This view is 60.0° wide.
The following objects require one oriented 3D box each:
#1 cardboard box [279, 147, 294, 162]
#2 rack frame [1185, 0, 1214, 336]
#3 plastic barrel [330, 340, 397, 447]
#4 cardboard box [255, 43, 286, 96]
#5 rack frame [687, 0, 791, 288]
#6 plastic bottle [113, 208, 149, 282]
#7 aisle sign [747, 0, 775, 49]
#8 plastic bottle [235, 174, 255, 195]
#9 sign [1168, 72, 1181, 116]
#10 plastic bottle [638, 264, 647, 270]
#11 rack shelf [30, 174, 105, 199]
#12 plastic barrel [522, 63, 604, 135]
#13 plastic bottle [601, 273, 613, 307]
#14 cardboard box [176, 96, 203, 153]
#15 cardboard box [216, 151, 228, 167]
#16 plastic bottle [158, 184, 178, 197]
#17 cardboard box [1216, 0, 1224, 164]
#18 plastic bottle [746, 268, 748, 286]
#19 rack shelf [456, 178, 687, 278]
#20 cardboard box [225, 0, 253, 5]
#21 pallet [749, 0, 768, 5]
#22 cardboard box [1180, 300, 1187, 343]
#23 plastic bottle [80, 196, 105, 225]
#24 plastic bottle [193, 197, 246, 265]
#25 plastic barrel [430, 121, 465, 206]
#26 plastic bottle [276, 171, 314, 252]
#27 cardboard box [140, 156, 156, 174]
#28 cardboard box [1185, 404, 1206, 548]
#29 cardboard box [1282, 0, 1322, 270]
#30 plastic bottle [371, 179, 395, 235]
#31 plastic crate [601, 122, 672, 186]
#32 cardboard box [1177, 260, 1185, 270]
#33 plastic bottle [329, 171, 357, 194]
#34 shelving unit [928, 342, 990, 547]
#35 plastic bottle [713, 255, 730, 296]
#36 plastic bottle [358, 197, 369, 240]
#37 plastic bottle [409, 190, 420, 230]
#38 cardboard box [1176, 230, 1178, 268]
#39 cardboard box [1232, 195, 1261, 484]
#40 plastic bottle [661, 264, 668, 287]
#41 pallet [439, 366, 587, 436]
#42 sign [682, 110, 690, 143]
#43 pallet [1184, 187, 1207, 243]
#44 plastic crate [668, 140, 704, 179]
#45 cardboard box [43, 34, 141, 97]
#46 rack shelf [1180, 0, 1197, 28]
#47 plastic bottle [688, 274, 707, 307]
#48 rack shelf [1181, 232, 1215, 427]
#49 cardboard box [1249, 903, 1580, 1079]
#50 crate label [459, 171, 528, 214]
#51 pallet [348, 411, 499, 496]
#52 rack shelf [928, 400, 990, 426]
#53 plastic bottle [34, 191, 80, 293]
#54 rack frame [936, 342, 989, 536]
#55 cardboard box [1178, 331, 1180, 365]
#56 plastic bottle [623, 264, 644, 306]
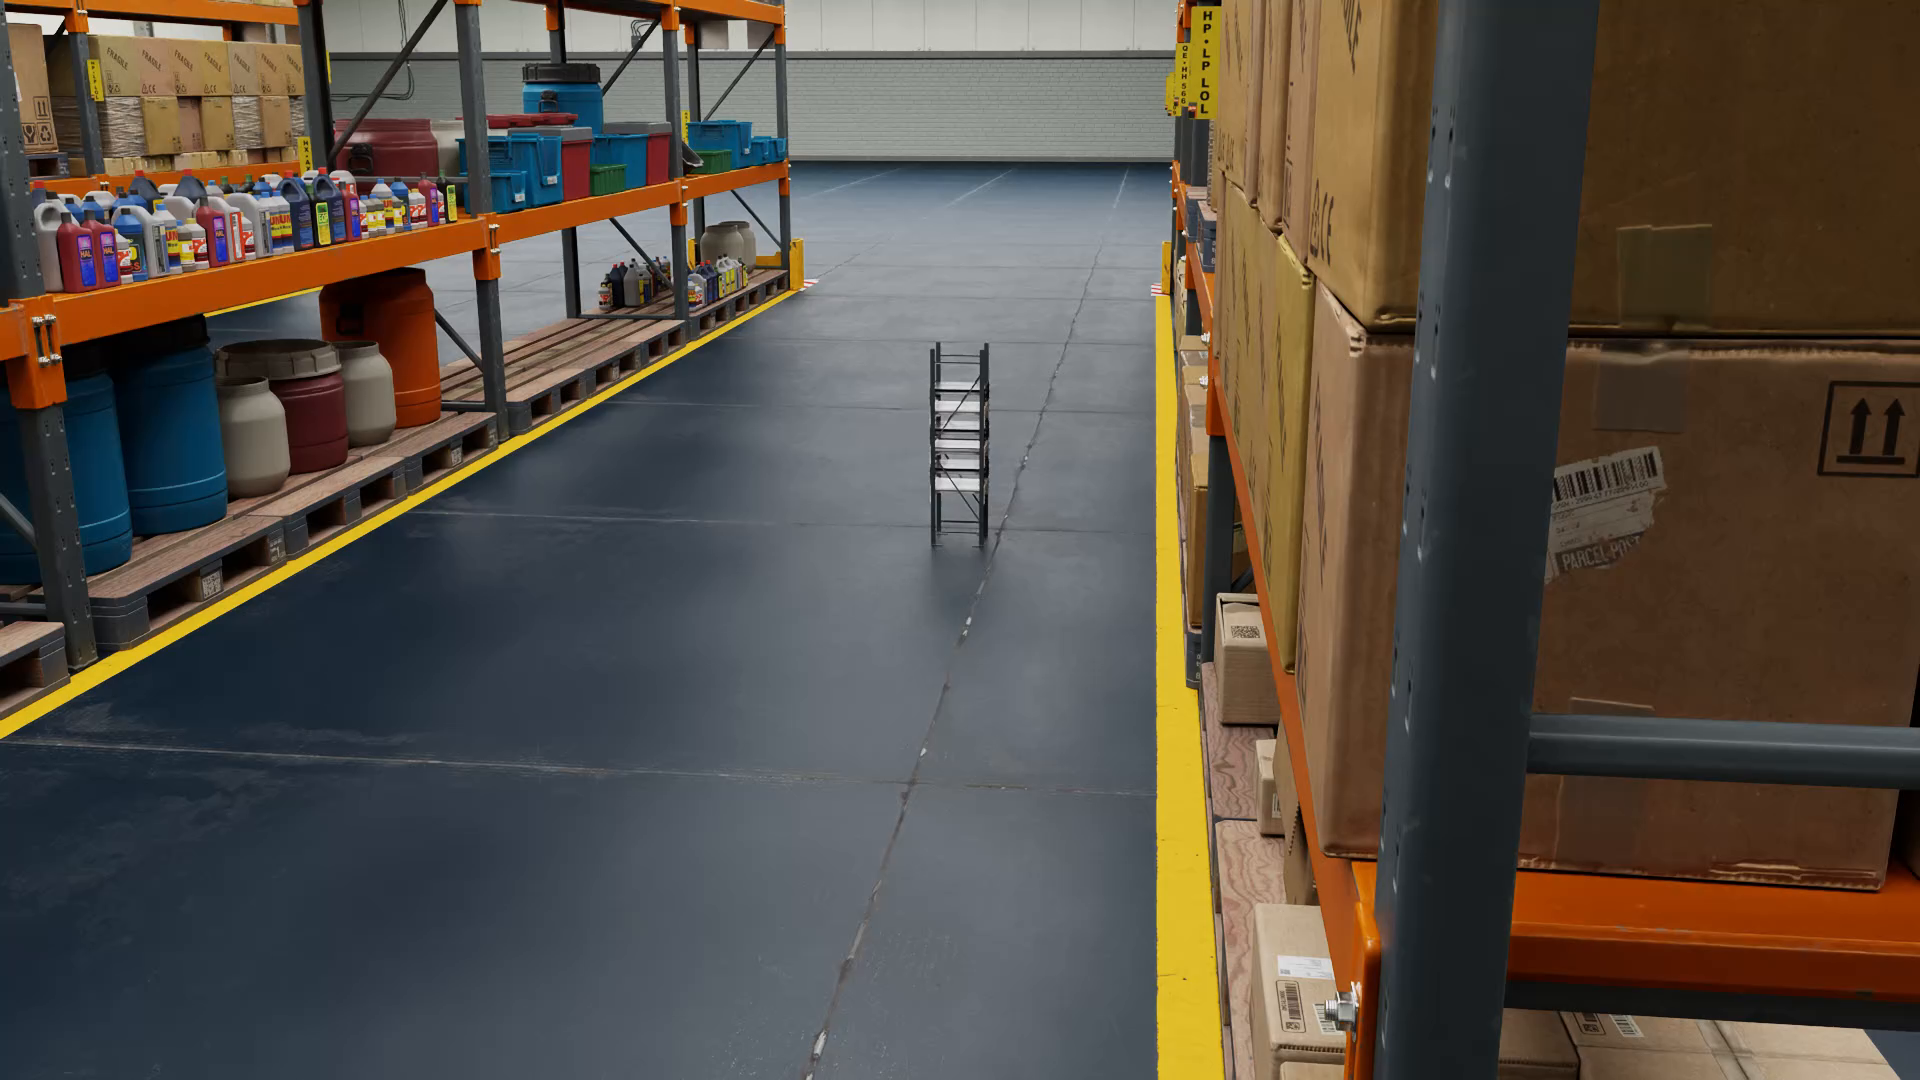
[{"bbox_3d":[-7.028,-3.932,16.940,0.380,0.149,0.250,2,15,6],"label":"cardboard box"},{"bbox_3d":[1.745,-1.897,8.932,1.000,3.000,0.127,2,15,6],"label":"rack frame"},{"bbox_3d":[-3.190,-0.769,8.723,0.421,0.512,0.421,0,15,0],"label":"plastic barrel"},{"bbox_3d":[-7.063,-4.660,16.471,0.500,0.500,0.500,2,15,6],"label":"cardboard box"},{"bbox_3d":[-2.274,-4.119,17.148,1.000,3.000,0.127,2,15,6],"label":"rack frame"},{"bbox_3d":[-3.142,-1.117,6.294,0.097,0.271,0.097,0,15,0],"label":"plastic bottle"},{"bbox_3d":[-1.971,-5.384,16.846,0.394,0.787,0.004,2,15,6],"label":"aisle sign"},{"bbox_3d":[-3.659,-1.732,8.543,0.061,0.283,0.133,2,15,6],"label":"plastic bottle"},{"bbox_3d":[1.644,-3.407,12.704,0.100,0.325,0.005,2,15,6],"label":"sign"},{"bbox_3d":[-2.859,-2.330,14.908,0.152,0.276,0.135,2,15,7],"label":"plastic bottle"},{"bbox_3d":[-7.872,-2.361,12.027,1.077,0.370,4.000,2,15,6],"label":"rack shelf"},{"bbox_3d":[-3.070,-3.232,12.909,0.600,0.901,0.708,2,15,6],"label":"plastic barrel"},{"bbox_3d":[-2.999,-2.117,14.106,0.061,0.283,0.133,2,15,9],"label":"plastic bottle"},{"bbox_3d":[-7.487,-3.795,15.191,0.875,0.500,0.500,2,15,6],"label":"cardboard box"},{"bbox_3d":[-7.184,-3.609,15.742,0.380,0.149,0.250,2,15,6],"label":"cardboard box"},{"bbox_3d":[-3.703,-1.522,7.781,0.152,0.276,0.135,2,15,6],"label":"plastic bottle"},{"bbox_3d":[0.961,-1.277,4.530,0.500,0.500,0.500,2,15,8],"label":"cardboard box"},{"bbox_3d":[-2.046,-2.491,15.647,0.097,0.201,0.097,0,15,0],"label":"plastic bottle"},{"bbox_3d":[-2.951,-2.216,11.487,1.077,0.370,4.000,2,15,6],"label":"rack shelf"},{"bbox_3d":[-7.117,-5.246,15.856,0.500,0.250,0.500,2,15,7],"label":"cardboard box"},{"bbox_3d":[-2.465,-5.264,15.999,1.003,0.211,1.213,2,15,6],"label":"pallet"},{"bbox_3d":[1.611,-1.321,10.191,0.500,0.311,0.500,1,15,5],"label":"cardboard box"},{"bbox_3d":[-3.665,-1.318,7.036,0.097,0.271,0.097,0,15,0],"label":"plastic bottle"},{"bbox_3d":[-3.093,-1.296,6.945,0.152,0.276,0.135,2,15,6],"label":"plastic bottle"},{"bbox_3d":[-3.273,-2.371,10.470,0.421,0.512,0.421,0,15,0],"label":"plastic barrel"},{"bbox_3d":[-3.023,-1.484,7.497,0.144,0.351,0.185,2,15,6],"label":"plastic bottle"},{"bbox_3d":[-7.282,-3.283,14.539,0.380,0.149,0.250,2,15,6],"label":"cardboard box"},{"bbox_3d":[1.185,-0.260,6.823,0.500,0.500,0.500,2,15,7],"label":"cardboard box"},{"bbox_3d":[0.675,-0.608,2.057,0.500,0.500,0.500,2,15,8],"label":"cardboard box"},{"bbox_3d":[-2.900,-1.674,8.354,0.097,0.271,0.097,0,15,0],"label":"plastic bottle"},{"bbox_3d":[-2.476,-2.978,12.806,0.402,0.464,0.583,2,15,6],"label":"plastic crate"},{"bbox_3d":[1.902,-1.981,12.630,0.500,0.311,0.500,2,15,6],"label":"cardboard box"},{"bbox_3d":[-3.396,-1.877,9.095,0.152,0.276,0.135,2,15,6],"label":"plastic bottle"},{"bbox_3d":[-0.001,-0.432,7.537,0.258,0.900,0.210,2,15,6],"label":"shelving unit"},{"bbox_3d":[-2.153,-2.372,14.918,0.144,0.351,0.185,2,15,6],"label":"plastic bottle"},{"bbox_3d":[-2.933,-1.565,8.083,0.097,0.201,0.097,0,15,0],"label":"plastic bottle"},{"bbox_3d":[-2.867,-1.716,8.643,0.097,0.201,0.097,0,15,0],"label":"plastic bottle"},{"bbox_3d":[2.194,-2.688,14.883,0.500,0.500,0.500,2,15,6],"label":"cardboard box"},{"bbox_3d":[0.796,-0.389,3.164,0.500,0.500,0.500,1,15,5],"label":"cardboard box"},{"bbox_3d":[-2.800,-2.493,15.652,0.097,0.201,0.097,0,15,0],"label":"plastic bottle"},{"bbox_3d":[-3.051,-0.898,10.578,1.003,0.211,1.213,2,15,6],"label":"pallet"},{"bbox_3d":[-2.820,-4.270,17.176,0.100,0.325,0.005,2,15,6],"label":"sign"},{"bbox_3d":[1.738,-1.627,8.299,1.213,0.211,1.003,2,15,6],"label":"pallet"},{"bbox_3d":[-2.540,-3.184,13.808,0.767,0.338,0.504,2,15,6],"label":"plastic crate"},{"bbox_3d":[-7.343,-4.011,14.073,0.500,0.500,0.500,2,15,6],"label":"cardboard box"},{"bbox_3d":[1.970,-3.517,10.553,1.077,0.370,4.000,2,15,6],"label":"rack shelf"},{"bbox_3d":[-2.245,-2.134,14.181,0.152,0.276,0.135,2,15,8],"label":"plastic bottle"},{"bbox_3d":[1.519,-1.031,7.107,1.077,0.370,4.000,2,15,6],"label":"rack shelf"},{"bbox_3d":[0.795,0.899,3.016,0.500,0.250,0.500,2,15,6],"label":"cardboard box"},{"bbox_3d":[-2.757,-2.062,9.860,0.303,0.233,0.416,2,15,6],"label":"crate label"},{"bbox_3d":[-3.224,-0.492,9.078,1.003,0.211,1.213,2,15,6],"label":"pallet"},{"bbox_3d":[-0.001,-0.574,7.499,0.258,0.077,0.200,2,15,6],"label":"rack shelf"},{"bbox_3d":[-3.262,-1.075,5.986,0.144,0.351,0.185,2,15,6],"label":"plastic bottle"},{"bbox_3d":[0.011,-0.459,7.634,0.240,0.900,0.006,2,15,6],"label":"rack frame"},{"bbox_3d":[1.731,-1.314,11.238,0.500,0.250,0.500,2,15,7],"label":"cardboard box"},{"bbox_3d":[-2.796,-2.186,14.233,0.144,0.351,0.185,2,15,6],"label":"plastic bottle"}]
